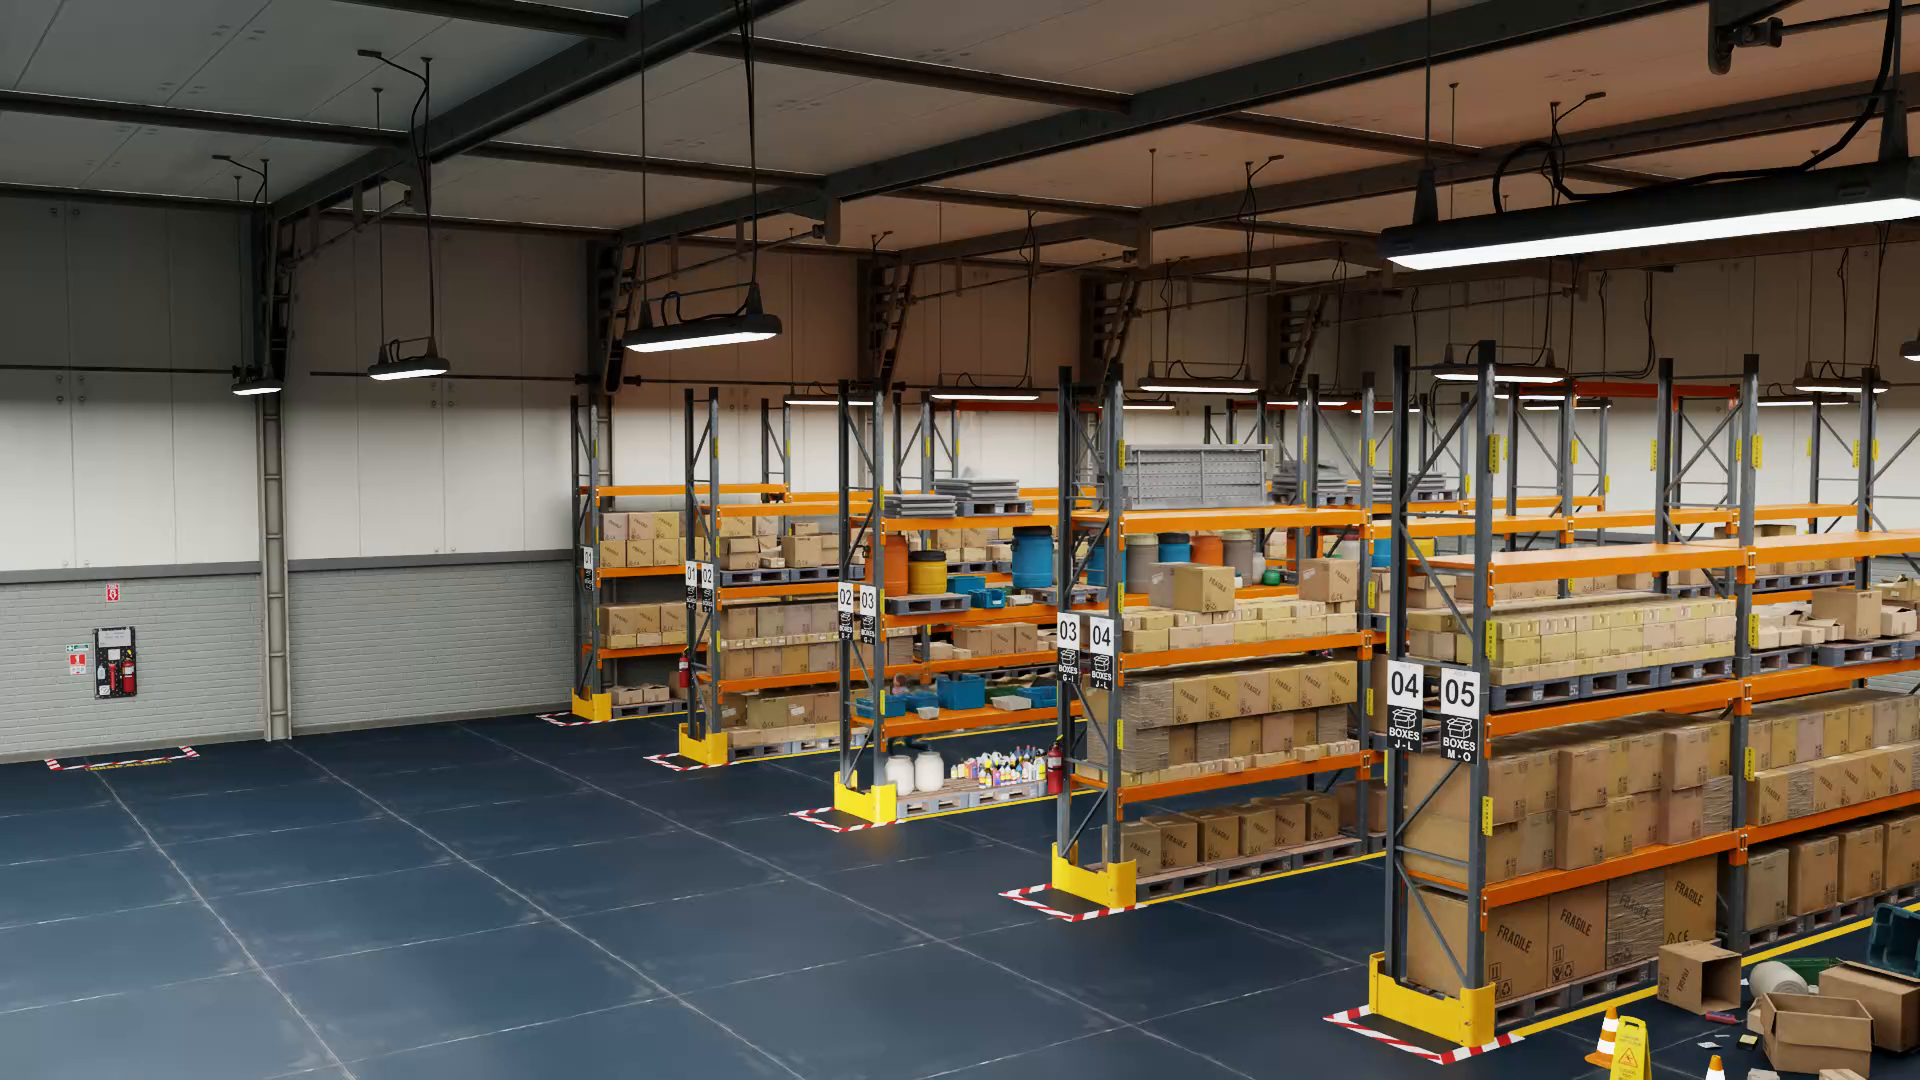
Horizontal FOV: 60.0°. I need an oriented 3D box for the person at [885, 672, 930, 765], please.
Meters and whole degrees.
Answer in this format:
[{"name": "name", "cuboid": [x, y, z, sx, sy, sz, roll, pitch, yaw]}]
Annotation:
[{"name": "person", "cuboid": [-0.880, 2.836, 25.700, 1.022, 1.592, 0.508, -3, 5, -44]}]
